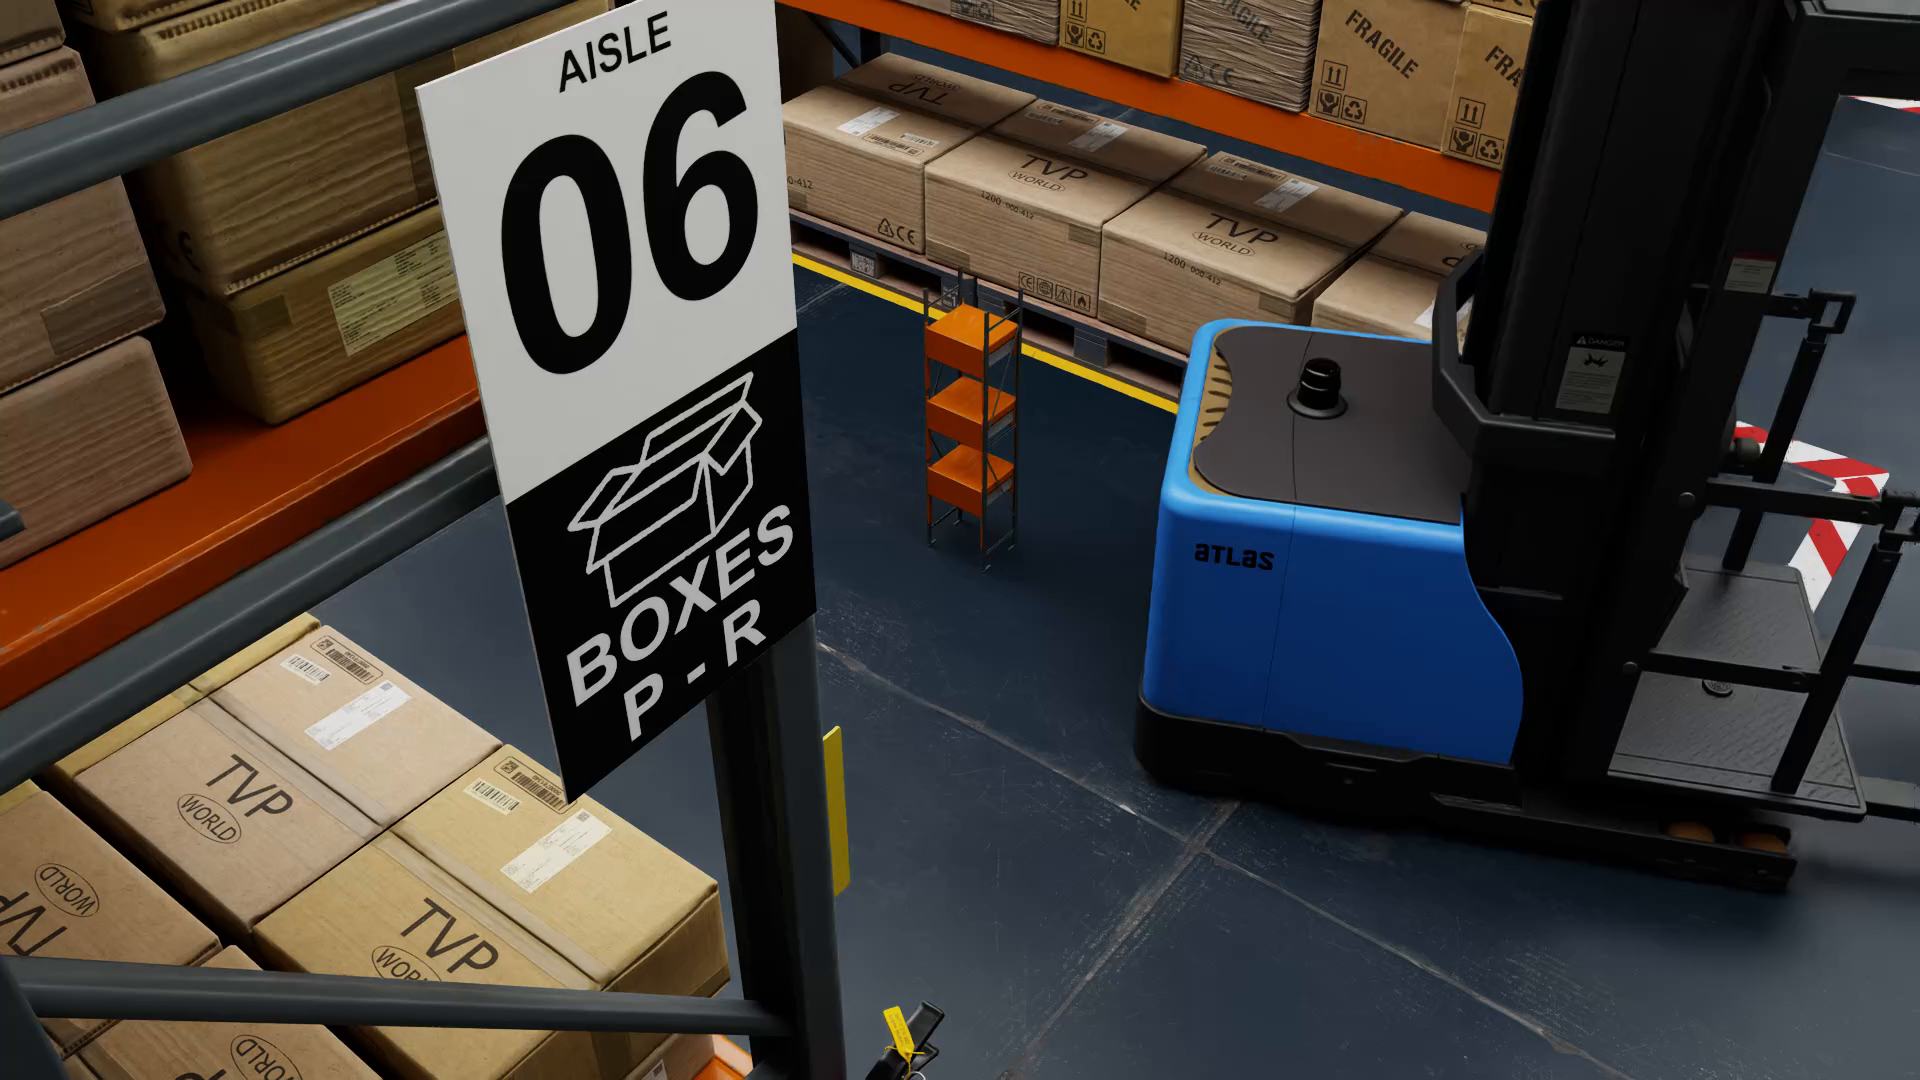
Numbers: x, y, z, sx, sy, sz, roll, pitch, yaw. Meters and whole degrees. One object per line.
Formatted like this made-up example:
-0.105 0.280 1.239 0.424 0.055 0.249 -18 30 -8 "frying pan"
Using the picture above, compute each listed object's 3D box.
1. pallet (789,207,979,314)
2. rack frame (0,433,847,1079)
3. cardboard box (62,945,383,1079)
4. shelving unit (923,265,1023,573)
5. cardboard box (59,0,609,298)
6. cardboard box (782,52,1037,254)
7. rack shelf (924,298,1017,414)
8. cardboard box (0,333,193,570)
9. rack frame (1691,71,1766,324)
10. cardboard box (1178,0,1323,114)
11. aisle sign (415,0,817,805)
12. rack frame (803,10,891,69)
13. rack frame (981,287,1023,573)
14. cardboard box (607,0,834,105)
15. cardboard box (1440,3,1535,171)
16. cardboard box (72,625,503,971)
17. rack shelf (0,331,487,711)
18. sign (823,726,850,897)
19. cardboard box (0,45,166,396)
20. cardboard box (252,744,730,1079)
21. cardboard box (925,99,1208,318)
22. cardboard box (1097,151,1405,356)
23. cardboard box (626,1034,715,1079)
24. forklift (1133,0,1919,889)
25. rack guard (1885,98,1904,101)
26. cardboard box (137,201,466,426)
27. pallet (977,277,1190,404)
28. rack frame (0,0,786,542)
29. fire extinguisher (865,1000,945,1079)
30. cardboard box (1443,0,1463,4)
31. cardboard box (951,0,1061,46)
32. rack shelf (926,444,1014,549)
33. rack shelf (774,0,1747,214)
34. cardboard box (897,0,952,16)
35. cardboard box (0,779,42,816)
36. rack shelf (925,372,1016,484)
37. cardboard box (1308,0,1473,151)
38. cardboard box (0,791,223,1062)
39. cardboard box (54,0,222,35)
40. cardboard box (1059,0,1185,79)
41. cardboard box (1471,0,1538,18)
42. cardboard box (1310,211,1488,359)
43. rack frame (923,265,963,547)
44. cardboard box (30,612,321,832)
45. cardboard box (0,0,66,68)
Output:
-0.133 -1.496 7.743 1.213 0.211 1.003 25 45 29 "pallet"
-0.525 1.013 2.277 0.127 3.000 1.000 25 45 29 "rack frame"
-1.052 0.913 2.285 0.500 0.250 0.500 27 45 30 "cardboard box"
0.042 -0.393 5.655 0.252 1.050 0.215 25 45 29 "shelving unit"
-0.712 -0.526 1.690 0.500 0.250 0.500 25 44 28 "cardboard box"
-0.256 -1.785 7.589 0.875 0.438 0.875 25 44 28 "cardboard box"
0.042 -0.608 5.486 0.240 0.259 0.215 25 45 29 "rack shelf"
-0.920 -0.075 1.438 0.250 0.149 0.380 27 45 30 "cardboard box"
2.487 -1.419 5.383 0.127 3.000 1.000 25 45 29 "rack frame"
1.139 -1.892 5.906 0.500 0.500 0.500 27 45 30 "cardboard box"
-0.293 -0.129 1.626 0.004 0.787 0.394 25 45 29 "aisle sign"
-0.690 -2.917 7.296 0.127 3.000 1.000 25 45 29 "rack frame"
0.139 -0.348 5.596 0.008 1.050 0.200 25 45 29 "rack frame"
-1.231 -2.438 8.068 0.875 0.875 0.875 27 45 30 "cardboard box"
1.943 -1.509 5.417 0.500 0.500 0.500 26 45 29 "cardboard box"
-1.123 0.465 2.858 0.500 0.250 0.500 26 45 29 "cardboard box"
-2.114 -0.634 2.530 4.000 0.370 1.077 25 45 29 "rack shelf"
-0.196 0.407 2.349 0.005 0.325 0.100 25 45 29 "sign"
-1.044 -0.259 1.349 0.500 0.250 0.500 24 44 28 "cardboard box"
-0.722 0.653 2.617 0.500 0.250 0.500 25 45 29 "cardboard box"
0.455 -1.451 7.161 0.875 0.438 0.875 24 44 27 "cardboard box"
1.170 -1.112 6.729 0.875 0.438 0.875 27 45 30 "cardboard box"
-0.620 0.855 2.683 0.250 0.149 0.380 25 44 28 "cardboard box"
2.100 -0.522 4.293 3.031 2.935 1.130 8 39 10 "forklift"
5.354 -2.925 9.334 0.348 0.500 1.175 25 45 29 "rack guard"
-0.637 -0.302 1.727 0.250 0.149 0.380 26 45 29 "cardboard box"
0.840 -1.039 7.160 1.213 0.211 1.003 25 45 29 "pallet"
-0.525 -1.349 0.427 0.127 3.000 1.000 25 45 29 "rack frame"
-0.128 1.019 2.634 0.183 0.674 0.296 25 45 29 "fire extinguisher"
1.527 -2.097 5.357 0.500 0.500 0.500 25 45 29 "cardboard box"
0.312 -2.272 6.392 0.500 0.500 0.500 26 45 29 "cardboard box"
0.043 -0.166 5.833 0.240 0.259 0.215 25 45 29 "rack shelf"
0.899 -1.884 6.561 4.000 0.370 1.077 25 45 29 "rack shelf"
-0.079 -2.462 6.634 0.500 0.500 0.500 26 45 29 "cardboard box"
-1.851 0.531 2.772 0.500 0.250 0.500 27 45 30 "cardboard box"
0.042 -0.385 5.661 0.240 0.259 0.215 25 45 29 "rack shelf"
1.554 -1.704 5.667 0.500 0.500 0.500 24 44 28 "cardboard box"
-1.461 0.719 2.533 0.500 0.250 0.500 25 45 29 "cardboard box"
-0.725 -0.712 1.522 0.500 0.250 0.500 25 44 28 "cardboard box"
0.721 -2.079 6.145 0.500 0.500 0.500 27 45 30 "cardboard box"
1.960 -1.916 5.125 0.500 0.500 0.500 27 45 30 "cardboard box"
1.902 -0.773 6.296 0.875 0.438 0.875 24 44 27 "cardboard box"
-0.054 -0.439 5.713 0.008 1.050 0.200 25 45 29 "rack frame"
-1.527 0.276 3.098 0.500 0.250 0.500 24 44 28 "cardboard box"
-1.048 -0.452 1.190 0.500 0.250 0.500 24 44 27 "cardboard box"
